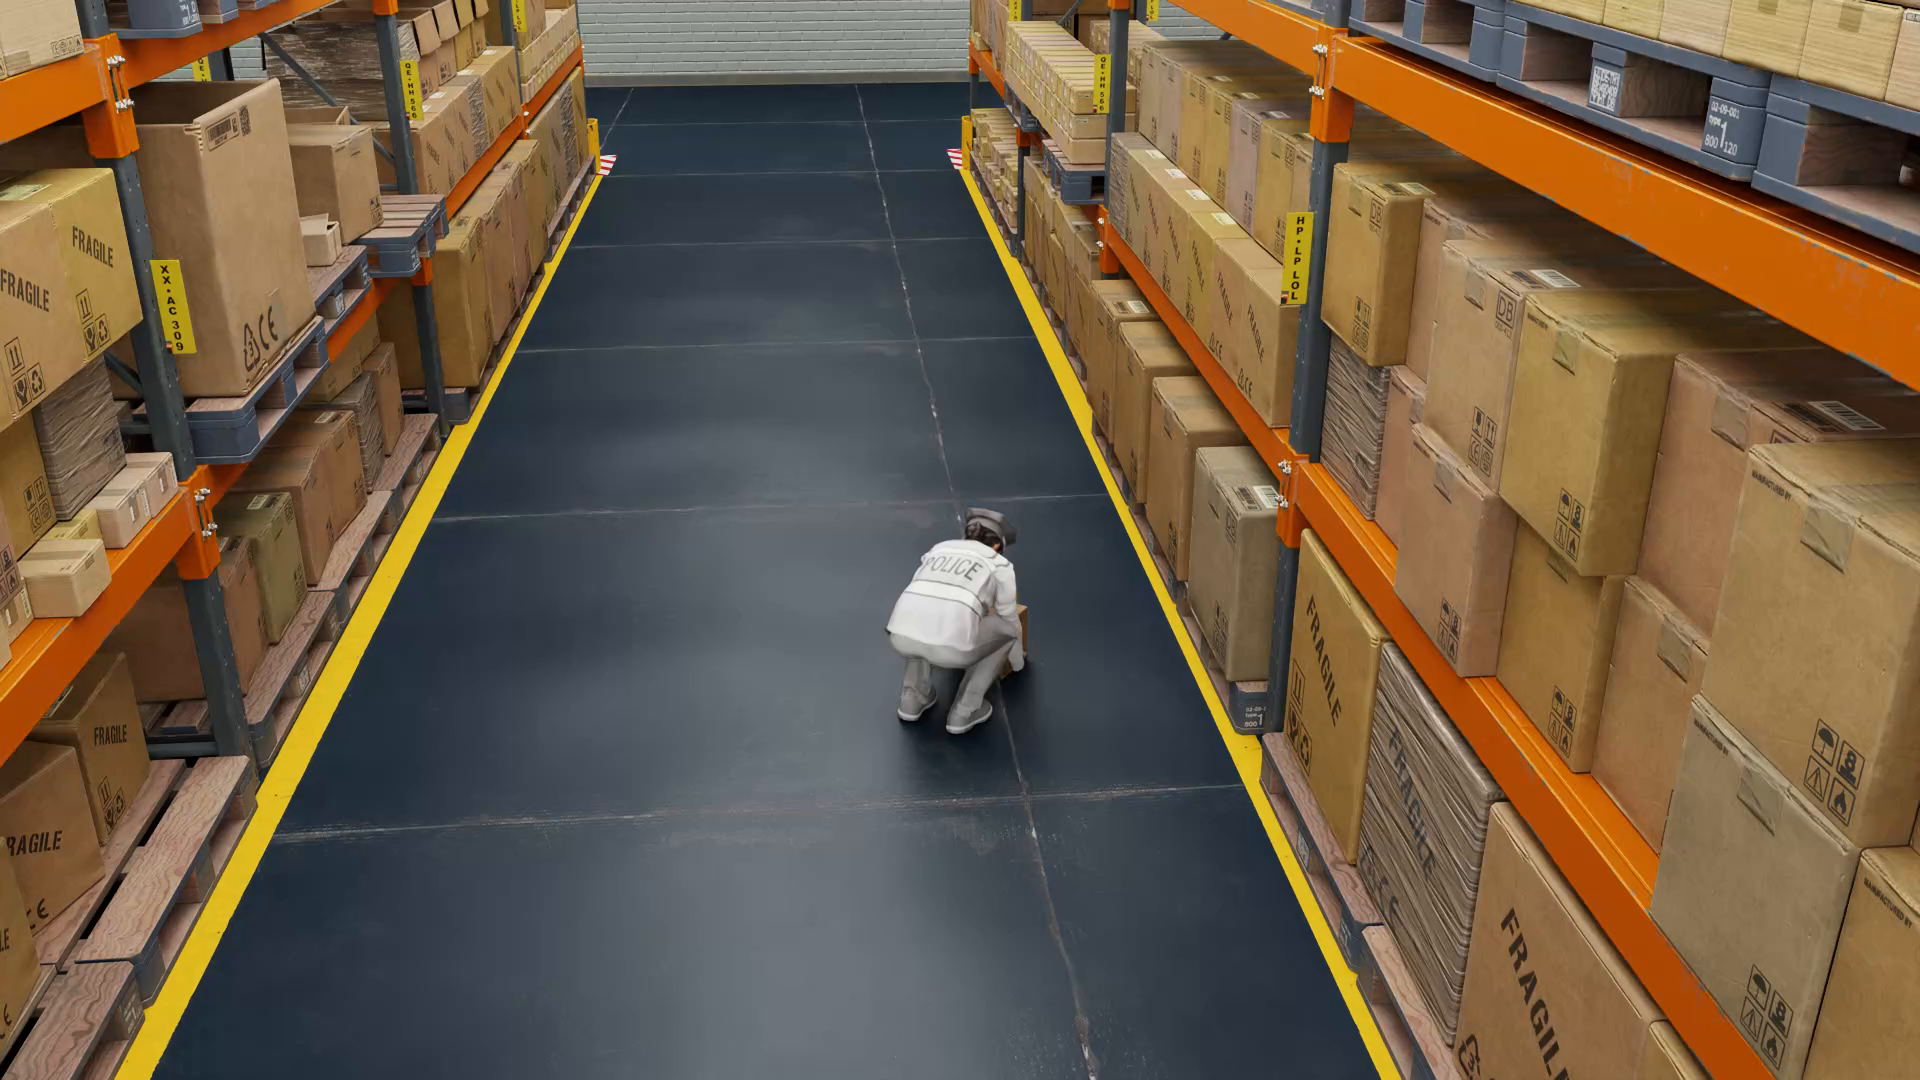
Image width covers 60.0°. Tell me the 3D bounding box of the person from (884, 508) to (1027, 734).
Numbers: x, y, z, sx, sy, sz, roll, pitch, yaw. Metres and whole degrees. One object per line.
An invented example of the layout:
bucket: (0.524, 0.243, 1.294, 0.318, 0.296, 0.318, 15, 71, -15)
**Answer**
person: (0.007, 0.343, 6.990, 0.461, 0.779, 0.907, 11, 26, 24)
